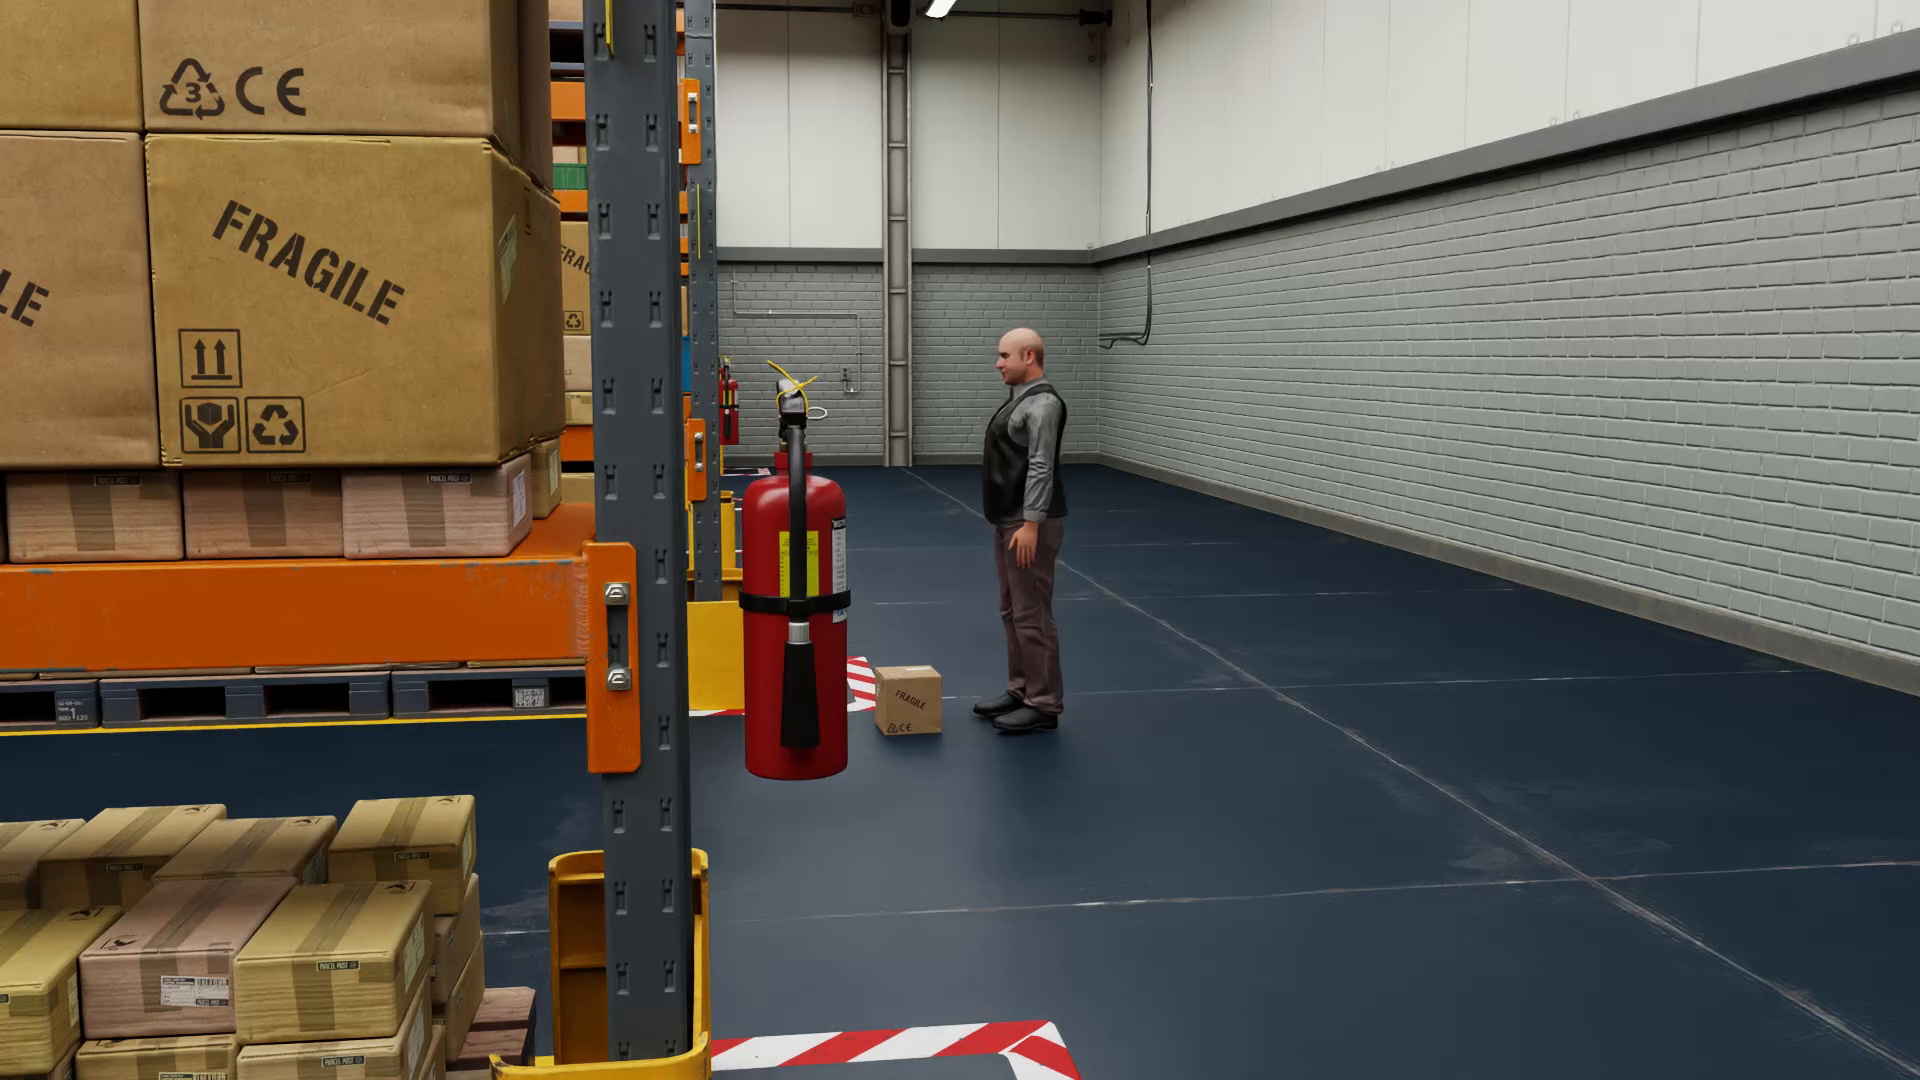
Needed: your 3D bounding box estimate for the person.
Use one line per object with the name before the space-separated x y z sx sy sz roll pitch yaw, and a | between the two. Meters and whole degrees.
person | 0.265 -0.053 7.207 0.380 1.720 0.539 -1 6 -7
